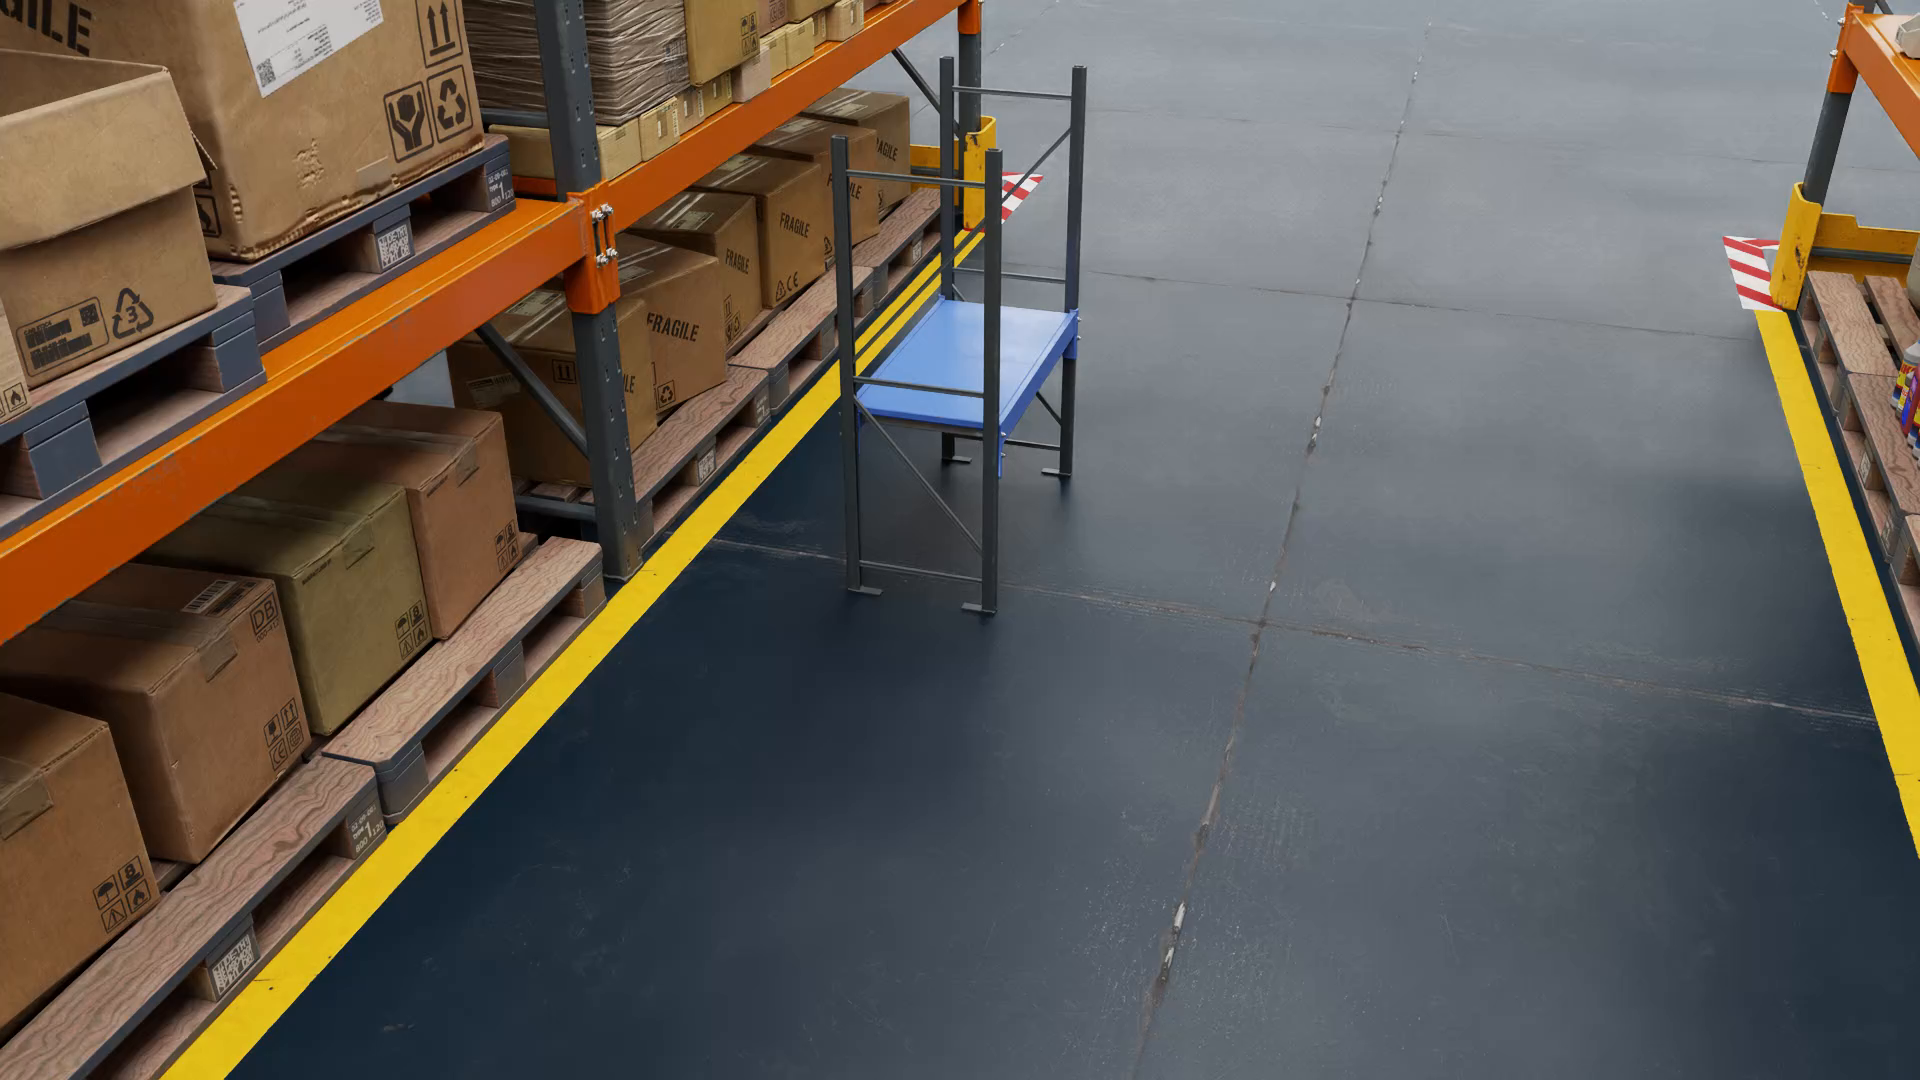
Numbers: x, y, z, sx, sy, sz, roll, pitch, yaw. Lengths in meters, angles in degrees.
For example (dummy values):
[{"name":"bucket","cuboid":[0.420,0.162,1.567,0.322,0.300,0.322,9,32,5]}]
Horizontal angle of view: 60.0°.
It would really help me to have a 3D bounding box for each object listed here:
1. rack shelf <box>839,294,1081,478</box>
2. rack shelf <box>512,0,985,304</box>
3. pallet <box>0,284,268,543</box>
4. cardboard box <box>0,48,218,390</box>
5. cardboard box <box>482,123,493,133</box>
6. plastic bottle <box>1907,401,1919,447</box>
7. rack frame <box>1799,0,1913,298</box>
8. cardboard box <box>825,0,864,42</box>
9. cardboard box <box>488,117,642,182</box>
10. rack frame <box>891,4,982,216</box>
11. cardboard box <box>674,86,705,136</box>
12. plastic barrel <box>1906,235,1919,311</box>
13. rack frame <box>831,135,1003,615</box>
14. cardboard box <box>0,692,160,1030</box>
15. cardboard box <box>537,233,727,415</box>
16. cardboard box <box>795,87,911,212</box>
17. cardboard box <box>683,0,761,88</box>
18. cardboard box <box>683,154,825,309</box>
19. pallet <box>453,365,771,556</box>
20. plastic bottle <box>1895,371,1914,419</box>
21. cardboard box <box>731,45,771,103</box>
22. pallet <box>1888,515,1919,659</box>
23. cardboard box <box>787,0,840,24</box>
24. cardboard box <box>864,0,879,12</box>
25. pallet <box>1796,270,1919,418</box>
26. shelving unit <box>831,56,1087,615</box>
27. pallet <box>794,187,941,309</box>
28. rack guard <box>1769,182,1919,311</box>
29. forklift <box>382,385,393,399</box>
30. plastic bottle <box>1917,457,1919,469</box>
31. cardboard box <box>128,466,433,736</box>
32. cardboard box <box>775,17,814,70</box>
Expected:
[{"name":"rack shelf","cuboid":[0.025,-0.538,5.544,0.538,0.185,1.000,8,30,15]},{"name":"rack shelf","cuboid":[-0.972,-1.880,6.785,1.077,0.370,4.000,8,30,15]},{"name":"pallet","cuboid":[-2.192,-0.248,3.308,1.003,0.211,1.213,8,30,15]},{"name":"cardboard box","cuboid":[-1.980,-0.675,3.340,0.797,0.503,0.637,12,31,20]},{"name":"cardboard box","cuboid":[-1.695,-1.412,5.462,0.380,0.149,0.250,8,30,15]},{"name":"plastic bottle","cuboid":[3.419,-0.460,5.845,0.097,0.271,0.097,0,29,0]},{"name":"rack frame","cuboid":[4.350,-2.417,7.010,1.000,3.000,0.127,8,30,15]},{"name":"cardboard box","cuboid":[-0.611,-2.140,6.771,0.380,0.149,0.250,8,30,15]},{"name":"cardboard box","cuboid":[-1.209,-1.213,5.103,0.380,0.149,0.250,8,30,15]},{"name":"rack frame","cuboid":[-0.385,-3.124,8.281,1.000,3.000,0.127,8,30,15]},{"name":"cardboard box","cuboid":[-1.076,-1.447,5.524,0.380,0.149,0.250,8,30,15]},{"name":"plastic barrel","cuboid":[4.229,-1.197,6.943,0.421,0.512,0.421,0,29,0]},{"name":"rack frame","cuboid":[-0.124,-0.459,5.032,0.500,1.500,0.032,8,30,15]},{"name":"cardboard box","cuboid":[-2.246,0.655,3.605,0.700,0.500,0.500,11,31,19]},{"name":"cardboard box","cuboid":[-1.243,-0.804,6.249,0.500,0.500,0.500,19,34,30]},{"name":"cardboard box","cuboid":[-0.585,-1.928,8.269,0.500,0.500,0.500,14,32,24]},{"name":"cardboard box","cuboid":[-1.188,-1.867,5.611,0.875,0.500,0.500,8,30,15]},{"name":"cardboard box","cuboid":[-0.929,-1.357,7.243,0.500,0.500,0.500,11,31,20]},{"name":"pallet","cuboid":[-1.396,-0.364,6.187,1.003,0.211,1.213,8,30,15]},{"name":"plastic bottle","cuboid":[3.489,-0.541,6.062,0.097,0.201,0.097,0,29,0]},{"name":"cardboard box","cuboid":[-0.899,-1.675,5.934,0.380,0.149,0.250,8,30,15]},{"name":"pallet","cuboid":[3.412,0.354,4.897,1.003,0.211,1.213,8,30,15]},{"name":"cardboard box","cuboid":[-0.951,-2.340,6.462,0.875,0.500,0.500,8,30,15]},{"name":"cardboard box","cuboid":[-0.571,-2.389,7.217,0.380,0.149,0.250,8,30,15]},{"name":"pallet","cuboid":[4.129,-0.780,6.935,1.003,0.211,1.213,8,30,15]},{"name":"shelving unit","cuboid":[0.025,-0.695,5.457,0.538,1.500,1.048,8,30,15]},{"name":"pallet","cuboid":[-0.680,-1.498,8.225,1.003,0.211,1.213,8,30,15]},{"name":"rack guard","cuboid":[4.372,-1.283,7.542,1.175,0.500,0.348,8,30,15]},{"name":"forklift","cuboid":[-3.173,-1.207,4.905,1.130,2.935,3.031,8,30,14]},{"name":"plastic bottle","cuboid":[3.360,-0.337,5.696,0.097,0.201,0.097,0,29,0]},{"name":"cardboard box","cuboid":[-1.918,0.136,4.539,0.700,0.500,0.500,8,30,15]},{"name":"cardboard box","cuboid":[-0.781,-1.912,6.359,0.380,0.149,0.250,8,30,15]}]
